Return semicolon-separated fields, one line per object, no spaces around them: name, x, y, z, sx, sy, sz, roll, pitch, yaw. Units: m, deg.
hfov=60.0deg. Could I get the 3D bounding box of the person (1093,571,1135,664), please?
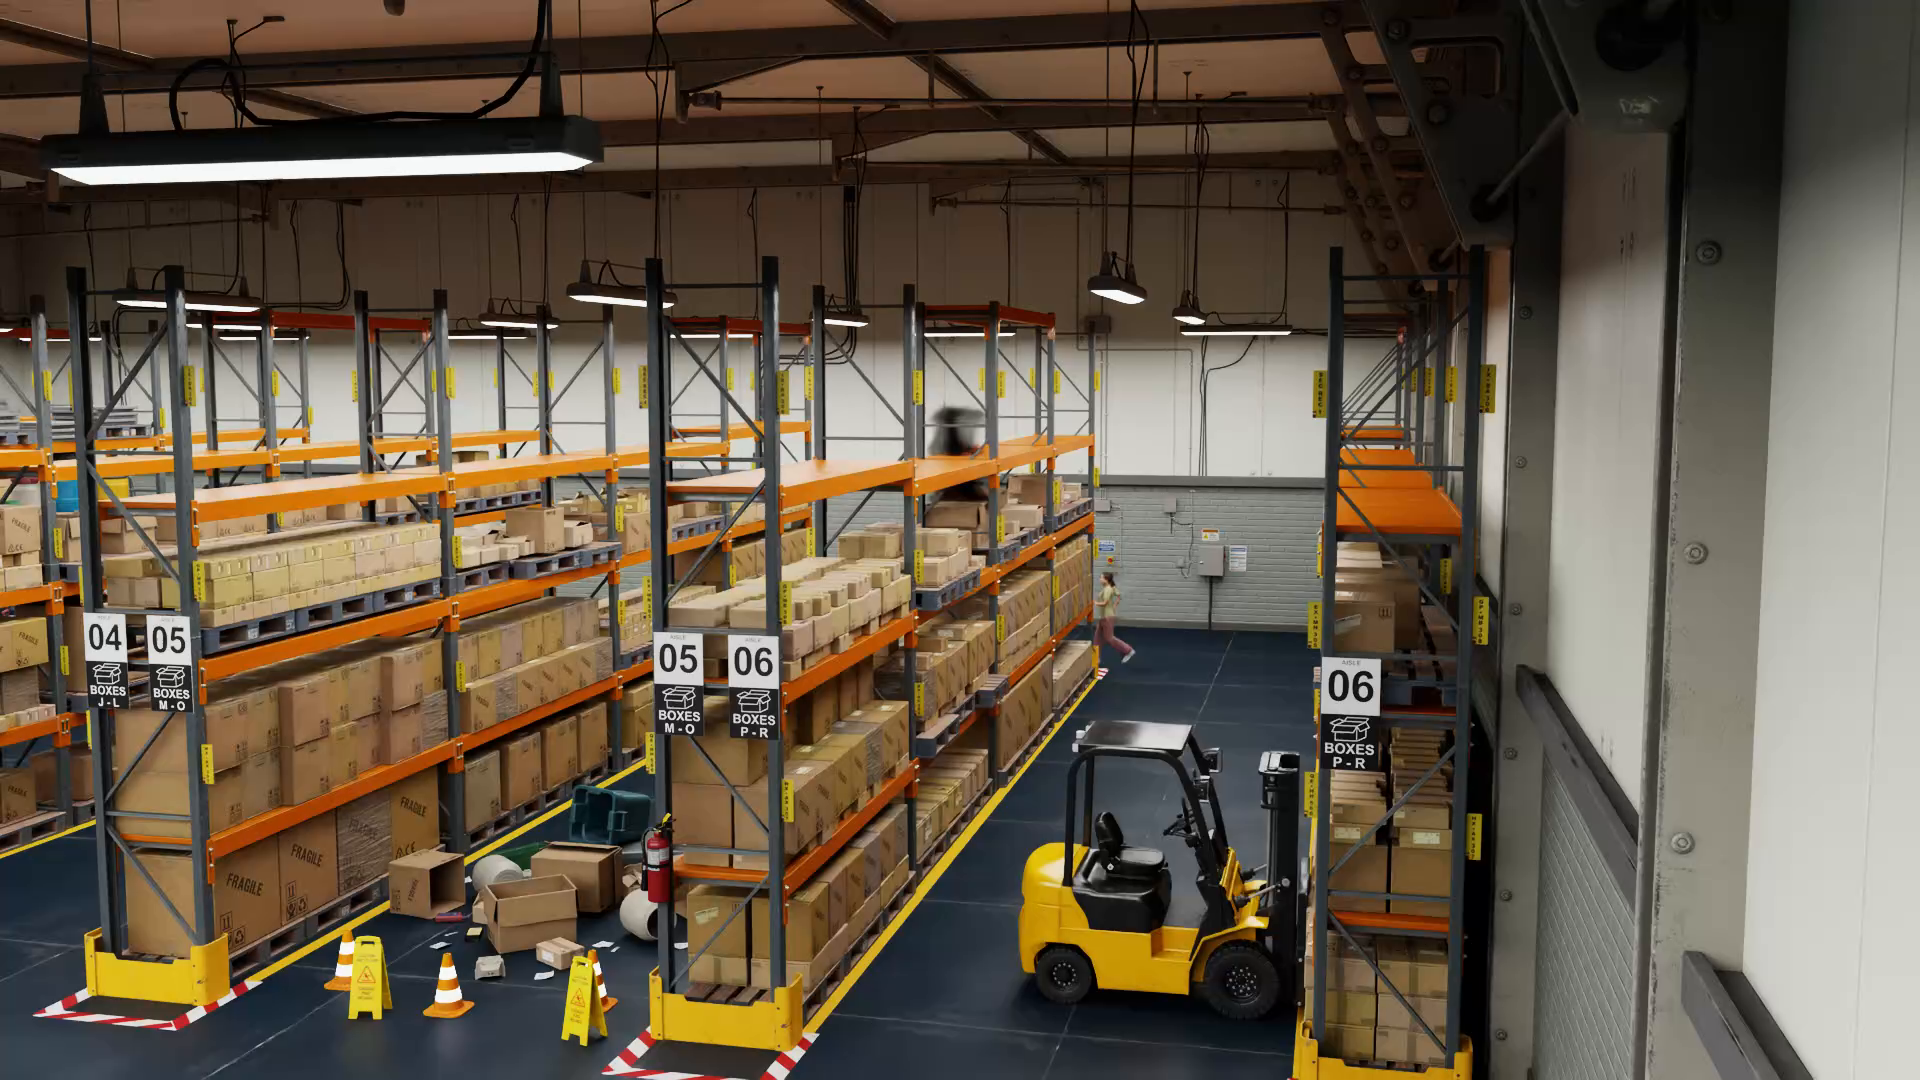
person;2.609;1.370;29.103;0.944;1.652;0.590;1;6;12
